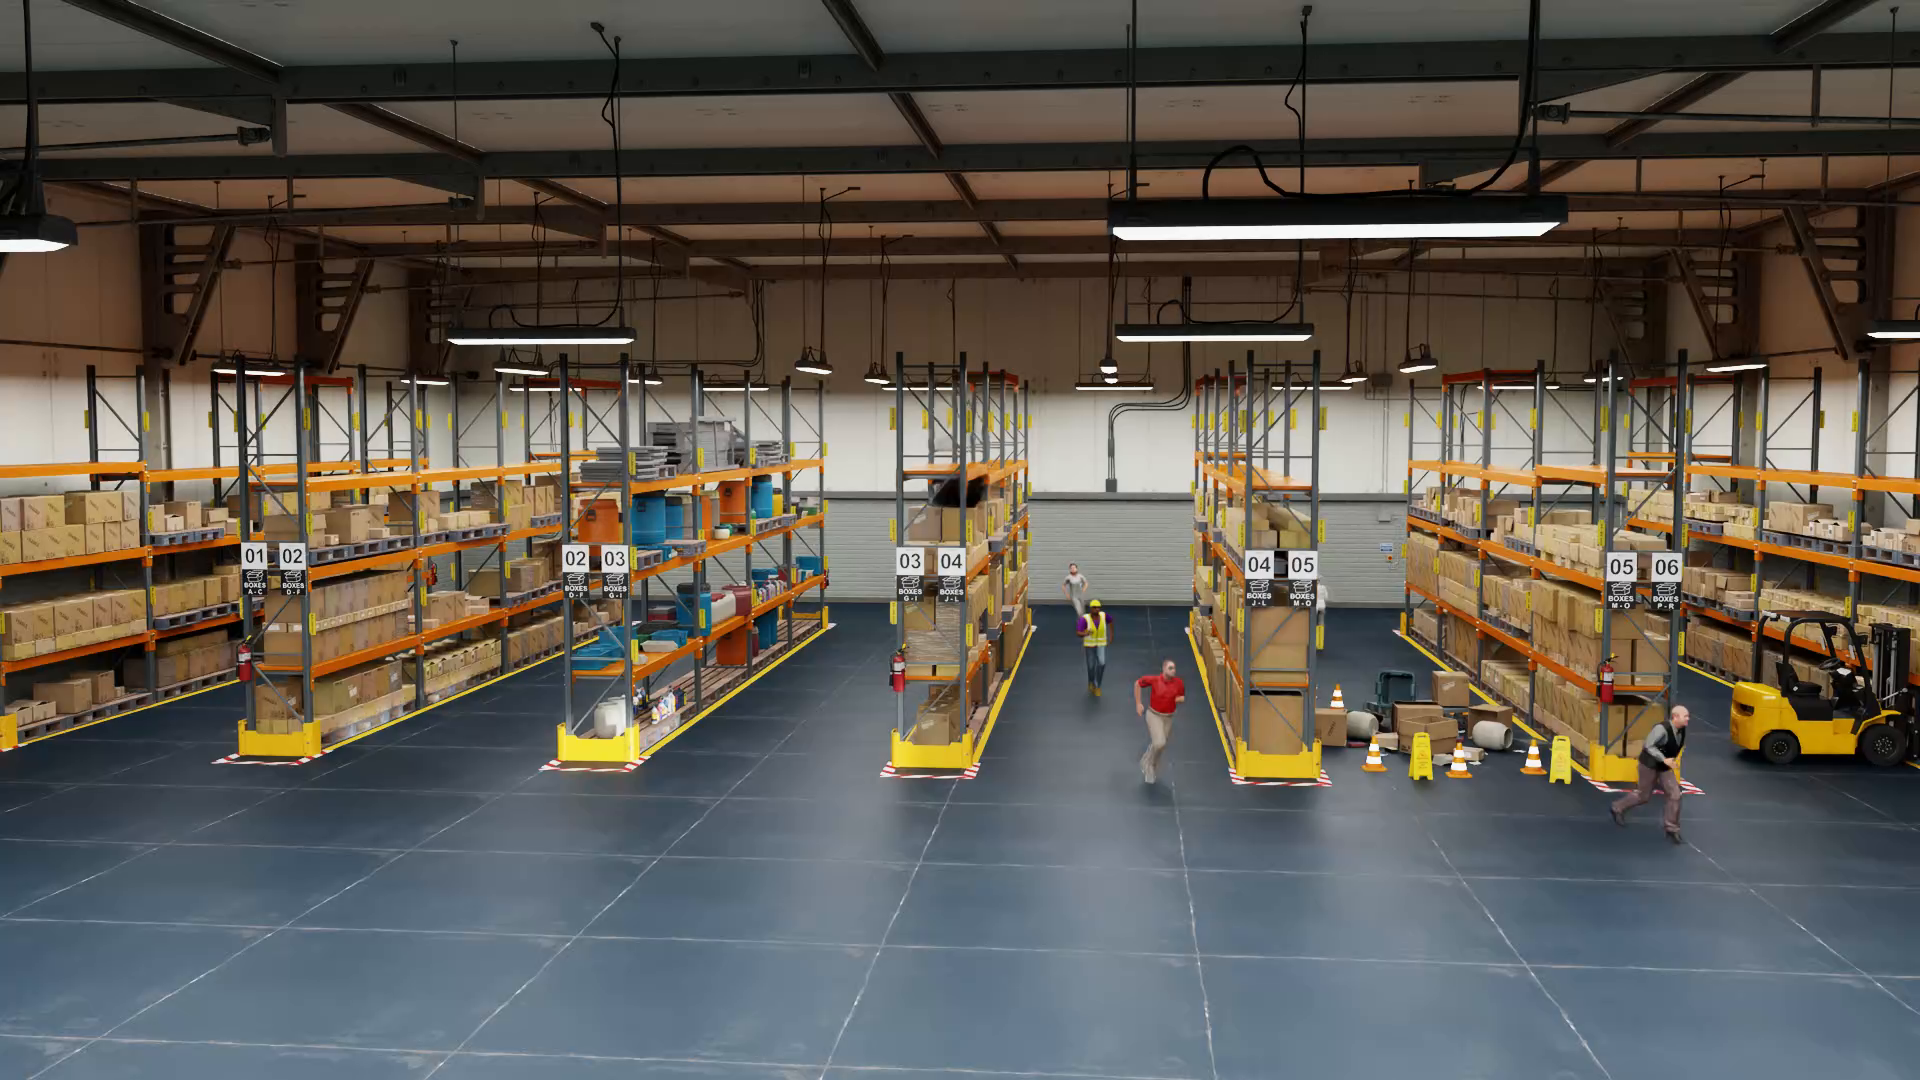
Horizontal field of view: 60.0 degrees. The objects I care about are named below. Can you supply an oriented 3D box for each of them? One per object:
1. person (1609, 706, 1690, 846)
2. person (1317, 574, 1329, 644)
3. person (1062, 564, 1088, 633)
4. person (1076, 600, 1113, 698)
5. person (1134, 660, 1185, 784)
[{"bbox_3d":[8.316,2.777,20.032,0.696,1.680,1.009,-3,5,-38],"label":"person"},{"bbox_3d":[7.865,1.566,36.675,0.598,1.645,0.882,0,4,0],"label":"person"},{"bbox_3d":[2.751,1.374,39.505,0.625,1.629,0.797,-1,4,-11],"label":"person"},{"bbox_3d":[2.471,1.970,30.413,0.728,1.792,0.838,0,4,-5],"label":"person"},{"bbox_3d":[2.800,2.543,23.213,0.643,1.777,0.814,-2,5,-26],"label":"person"}]
